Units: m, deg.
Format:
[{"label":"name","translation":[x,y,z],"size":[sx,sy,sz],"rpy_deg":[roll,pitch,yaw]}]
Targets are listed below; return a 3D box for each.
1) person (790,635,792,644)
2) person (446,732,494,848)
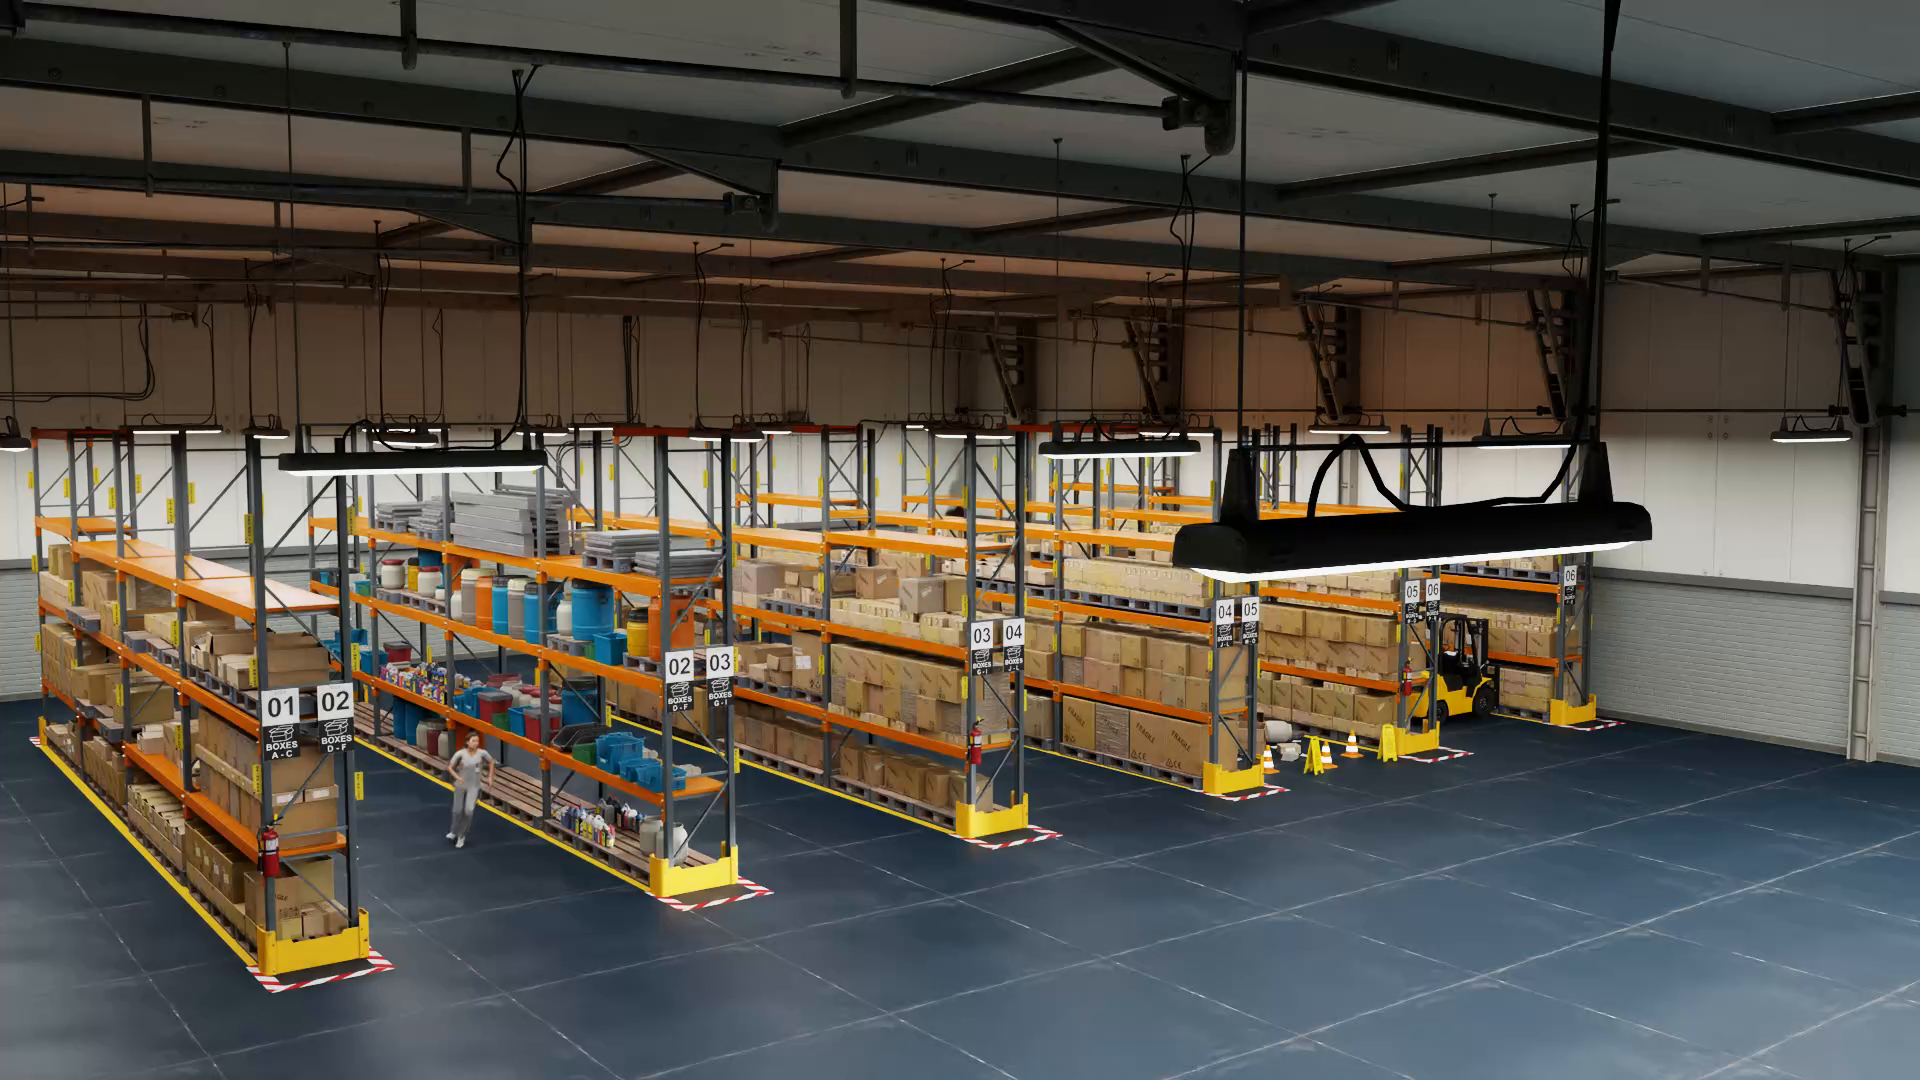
[{"label":"person","translation":[-3.880,2.181,41.883],"size":[0.895,1.801,0.720],"rpy_deg":[2,5,19]},{"label":"person","translation":[-7.158,3.623,24.253],"size":[0.700,1.672,0.681],"rpy_deg":[-1,5,-14]}]
